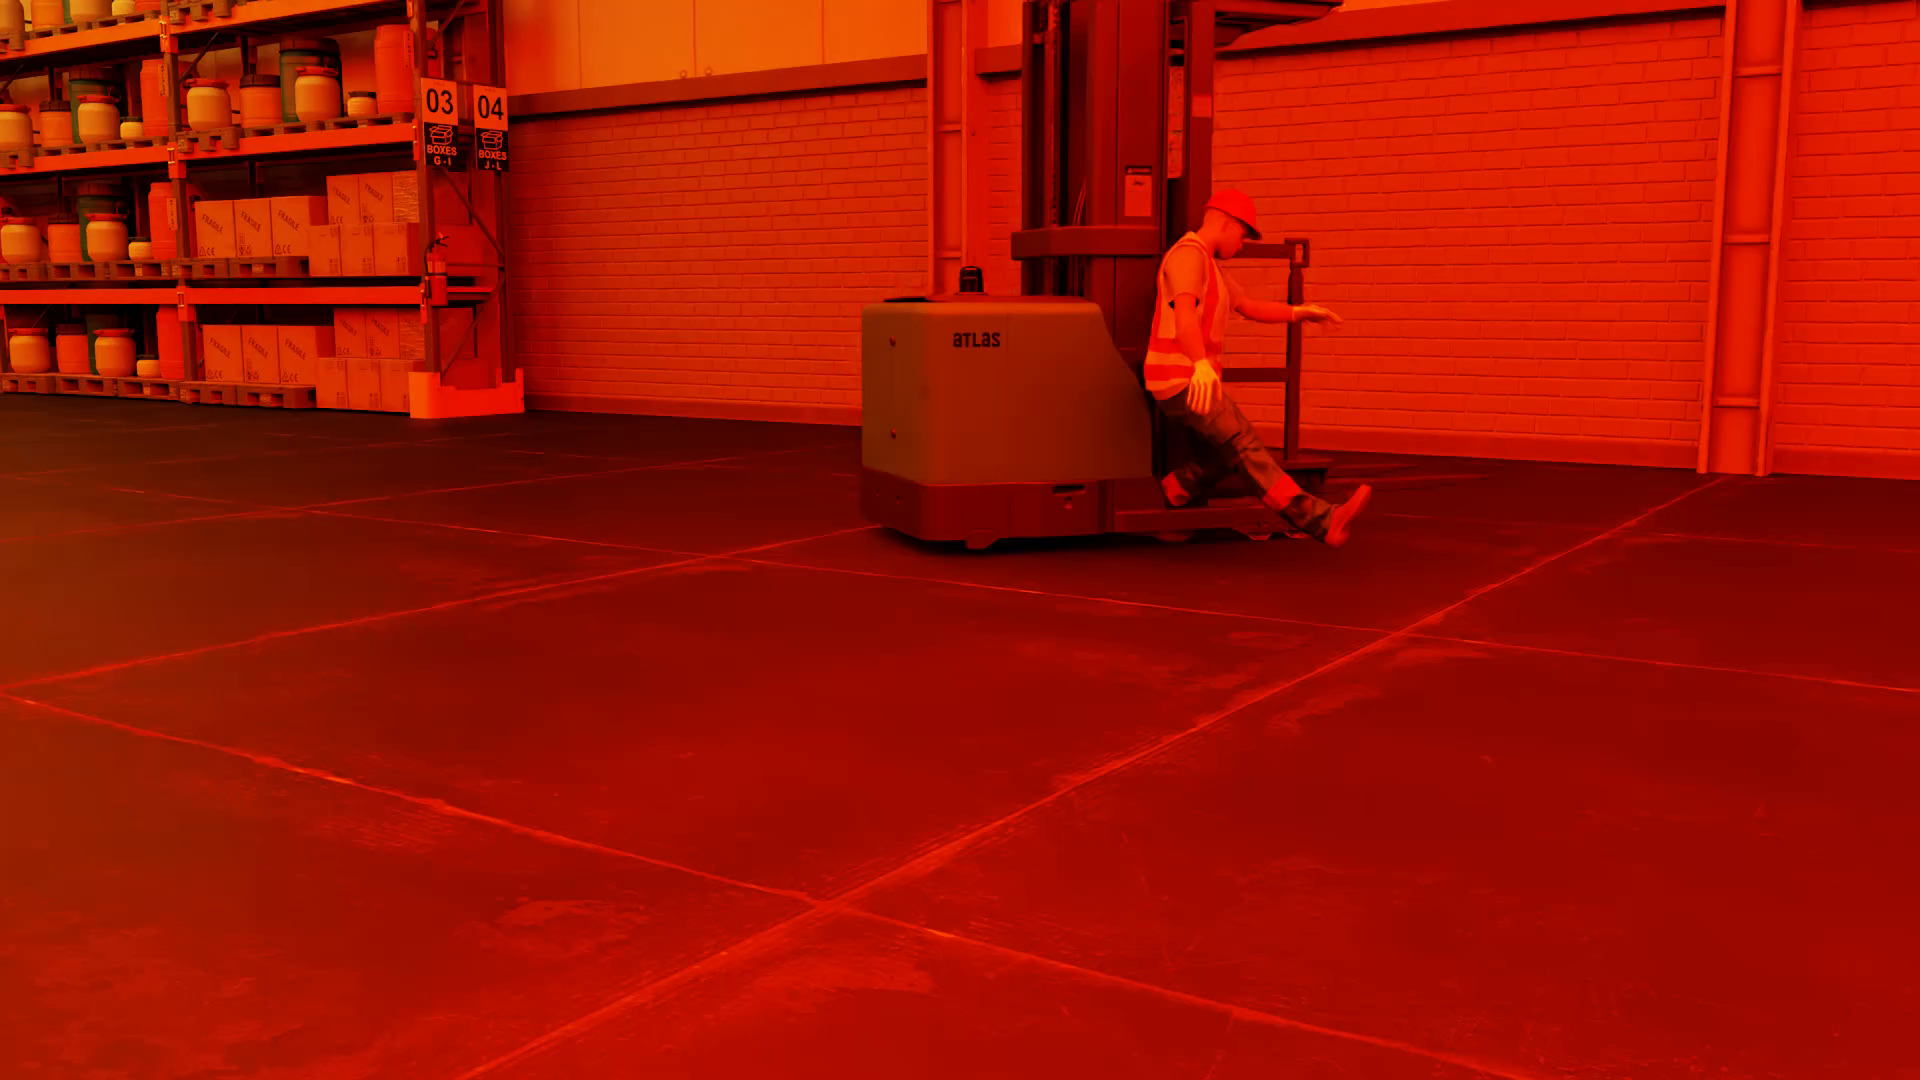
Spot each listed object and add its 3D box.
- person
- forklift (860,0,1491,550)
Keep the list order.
[{"bbox_3d":[1.186,-0.694,6.983,1.124,1.550,0.916,3,9,18],"label":"person"},{"bbox_3d":[1.096,-1.513,7.831,3.031,2.935,1.130,-3,9,-20],"label":"forklift"}]
